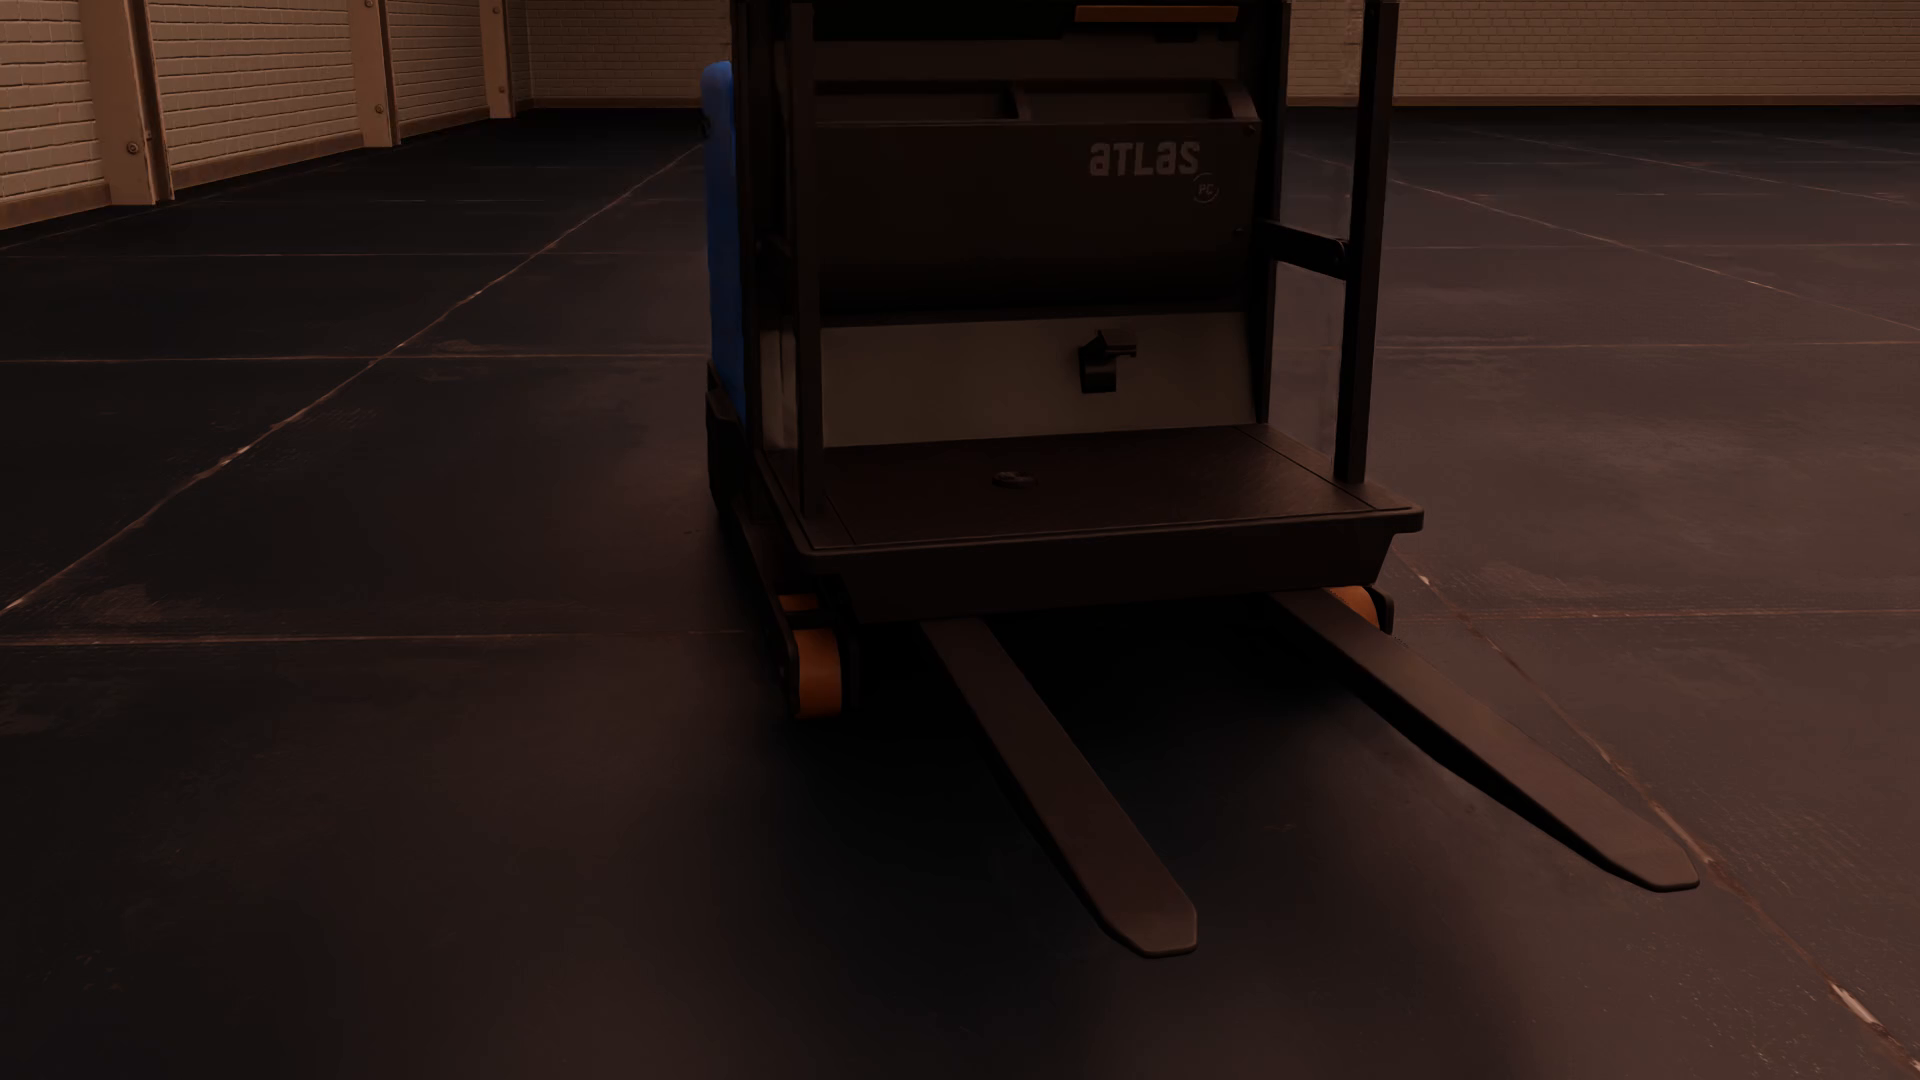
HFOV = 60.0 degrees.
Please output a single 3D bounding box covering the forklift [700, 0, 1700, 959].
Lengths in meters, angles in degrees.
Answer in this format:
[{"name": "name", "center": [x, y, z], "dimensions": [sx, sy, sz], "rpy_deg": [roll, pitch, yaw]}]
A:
[{"name": "forklift", "center": [0.168, -1.208, 2.857], "dimensions": [1.130, 2.935, 3.031], "rpy_deg": [-4, 17, -13]}]
